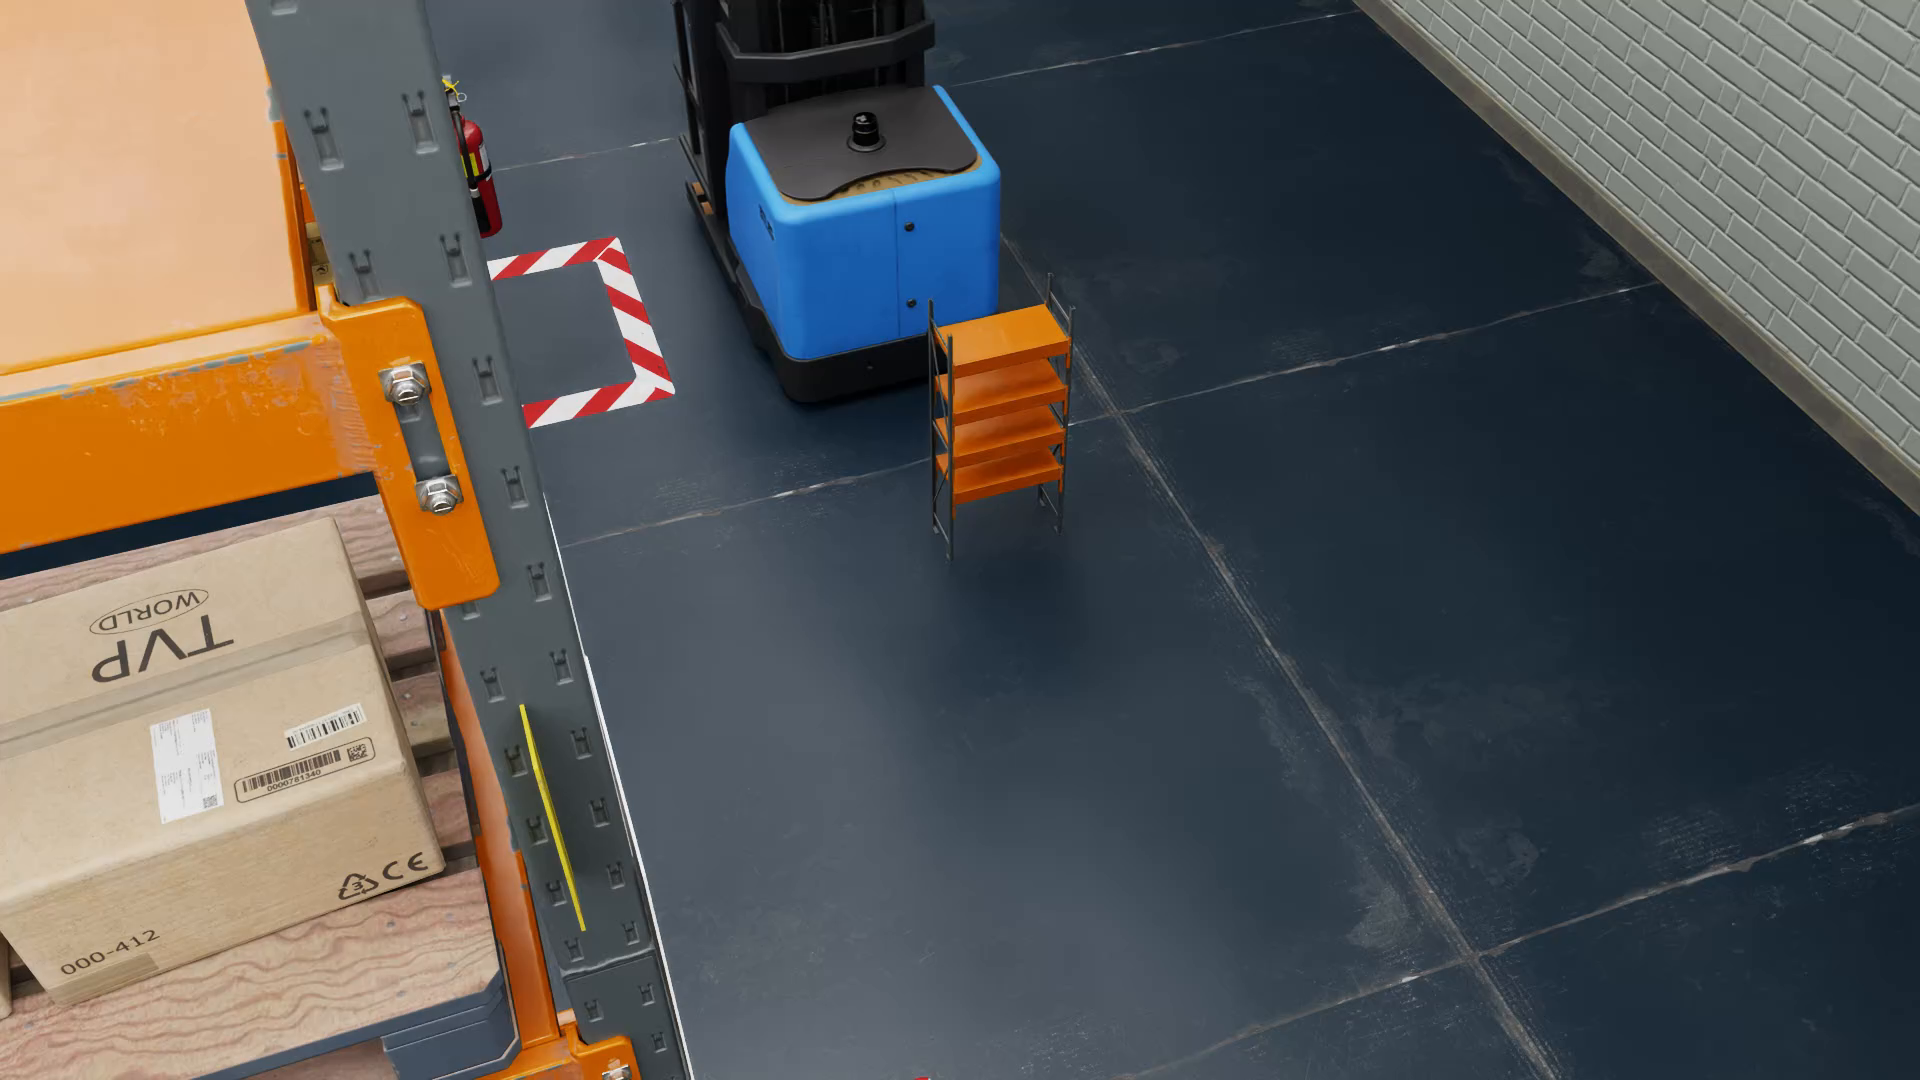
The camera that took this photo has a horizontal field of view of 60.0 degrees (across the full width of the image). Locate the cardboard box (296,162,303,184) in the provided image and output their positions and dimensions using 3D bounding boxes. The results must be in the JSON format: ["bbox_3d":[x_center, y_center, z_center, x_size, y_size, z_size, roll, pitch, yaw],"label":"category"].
[{"bbox_3d":[-2.629,-1.613,6.727,0.250,0.149,0.380,-14,47,-14],"label":"cardboard box"}]

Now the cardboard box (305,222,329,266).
[{"bbox_3d":[-3.026,-1.421,7.654,0.250,0.149,0.380,-16,47,-16],"label":"cardboard box"}]

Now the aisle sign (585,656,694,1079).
[{"bbox_3d":[-0.470,0.576,2.532,0.004,0.787,0.394,-14,47,-14],"label":"aisle sign"}]

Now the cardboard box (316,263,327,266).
[{"bbox_3d":[-2.998,-1.261,7.704,0.250,0.149,0.380,-13,46,-12],"label":"cardboard box"}]

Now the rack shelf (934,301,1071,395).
[{"bbox_3d":[0.156,-0.741,6.396,0.480,0.148,0.258,-14,47,-14],"label":"rack shelf"}]

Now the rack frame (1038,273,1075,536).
[{"bbox_3d":[0.385,-0.522,6.732,0.015,1.200,0.240,-14,47,-14],"label":"rack frame"}]

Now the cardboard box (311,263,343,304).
[{"bbox_3d":[-2.830,-1.024,7.259,0.250,0.149,0.380,-14,47,-13],"label":"cardboard box"}]

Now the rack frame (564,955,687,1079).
[{"bbox_3d":[-0.643,1.305,3.641,0.127,3.000,1.000,-14,47,-14],"label":"rack frame"}]

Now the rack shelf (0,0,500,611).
[{"bbox_3d":[-2.524,0.063,1.433,4.000,0.370,1.077,-14,47,-14],"label":"rack shelf"}]

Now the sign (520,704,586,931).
[{"bbox_3d":[-0.471,0.326,1.929,0.005,0.325,0.100,-14,47,-14],"label":"sign"}]

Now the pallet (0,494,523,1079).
[{"bbox_3d":[-1.337,0.463,2.425,1.213,0.211,1.003,-14,47,-14],"label":"pallet"}]

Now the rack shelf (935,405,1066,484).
[{"bbox_3d":[0.156,-0.416,6.722,0.480,0.148,0.258,-14,47,-14],"label":"rack shelf"}]

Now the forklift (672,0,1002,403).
[{"bbox_3d":[-0.797,-2.722,7.703,1.130,2.935,3.031,-15,47,-14],"label":"forklift"}]

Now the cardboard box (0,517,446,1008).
[{"bbox_3d":[-1.035,0.283,2.280,0.500,0.250,0.500,-18,48,-17],"label":"cardboard box"}]

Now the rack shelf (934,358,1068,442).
[{"bbox_3d":[0.156,-0.574,6.563,0.480,0.148,0.258,-14,47,-14],"label":"rack shelf"}]

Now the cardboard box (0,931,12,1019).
[{"bbox_3d":[-1.402,0.473,2.162,0.250,0.149,0.380,-18,48,-17],"label":"cardboard box"}]

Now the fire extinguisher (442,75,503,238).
[{"bbox_3d":[-2.025,-1.563,6.817,0.183,0.674,0.296,-14,47,-14],"label":"fire extinguisher"}]

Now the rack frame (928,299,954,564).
[{"bbox_3d":[-0.074,-0.405,6.616,0.015,1.200,0.240,-14,47,-14],"label":"rack frame"}]

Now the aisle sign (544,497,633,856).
[{"bbox_3d":[-0.673,0.177,2.930,0.004,0.787,0.394,-14,47,-14],"label":"aisle sign"}]

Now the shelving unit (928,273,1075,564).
[{"bbox_3d":[0.156,-0.463,6.674,0.503,1.200,0.258,-14,47,-14],"label":"shelving unit"}]

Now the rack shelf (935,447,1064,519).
[{"bbox_3d":[0.156,-0.276,6.862,0.480,0.148,0.258,-14,47,-14],"label":"rack shelf"}]

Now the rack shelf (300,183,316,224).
[{"bbox_3d":[-4.299,-1.234,6.679,4.000,0.370,1.077,-14,47,-14],"label":"rack shelf"}]

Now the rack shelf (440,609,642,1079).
[{"bbox_3d":[-2.524,0.981,2.354,4.000,0.370,1.077,-14,47,-14],"label":"rack shelf"}]

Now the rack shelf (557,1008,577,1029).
[{"bbox_3d":[-2.524,2.040,3.417,4.000,0.370,1.077,-14,47,-14],"label":"rack shelf"}]

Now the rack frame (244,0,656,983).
[{"bbox_3d":[-0.643,-0.813,1.516,0.127,3.000,1.000,-14,47,-14],"label":"rack frame"}]
